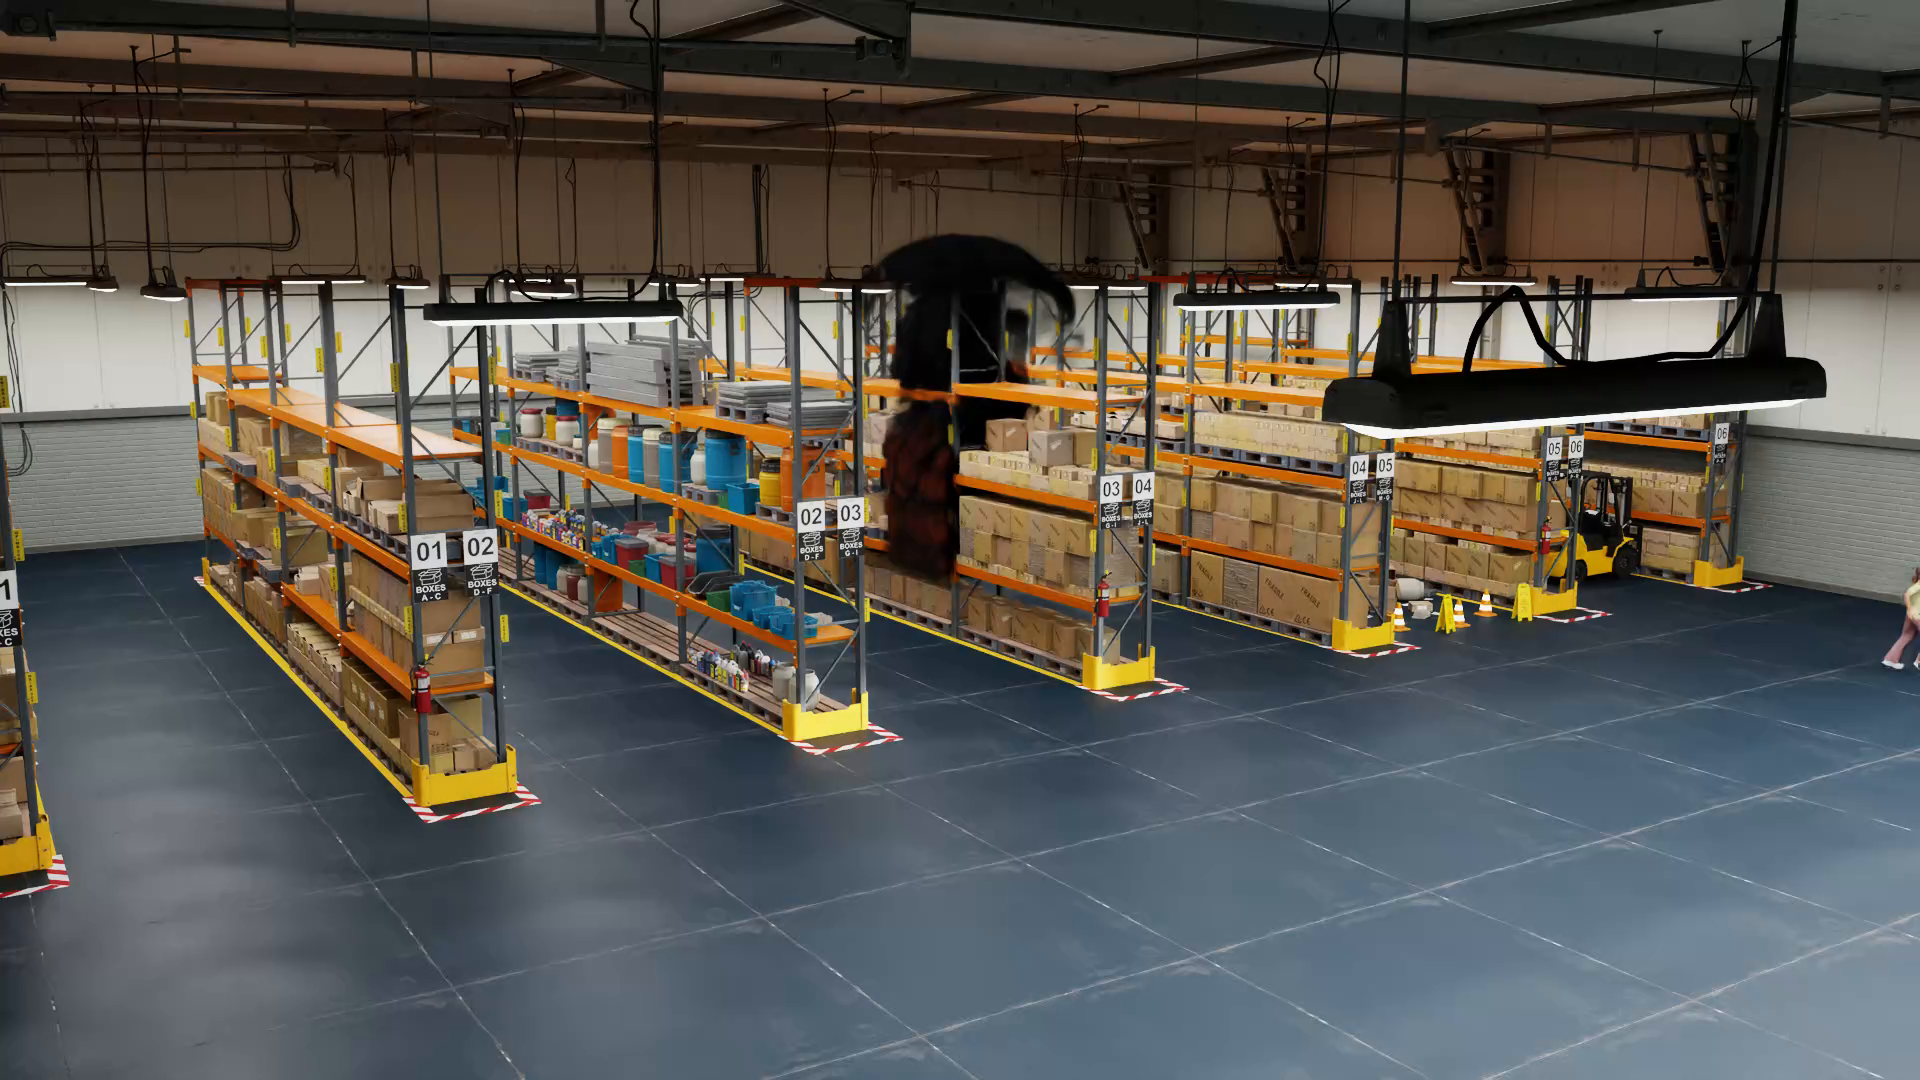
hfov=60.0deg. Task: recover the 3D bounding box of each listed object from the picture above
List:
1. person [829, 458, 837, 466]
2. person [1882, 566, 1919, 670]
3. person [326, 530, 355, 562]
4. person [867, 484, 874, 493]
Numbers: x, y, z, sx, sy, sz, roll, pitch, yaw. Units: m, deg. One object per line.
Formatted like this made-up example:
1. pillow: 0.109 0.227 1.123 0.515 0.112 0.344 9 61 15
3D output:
1. person: -3.042 -1.118 39.485 0.702 1.765 0.876 -3 10 -15
2. person: 14.732 1.242 25.622 0.795 1.713 0.540 3 10 17
3. person: -12.318 -0.051 33.264 0.498 1.552 0.616 8 13 40
4. person: -1.961 -0.396 35.035 0.635 1.689 0.765 -8 12 -38
